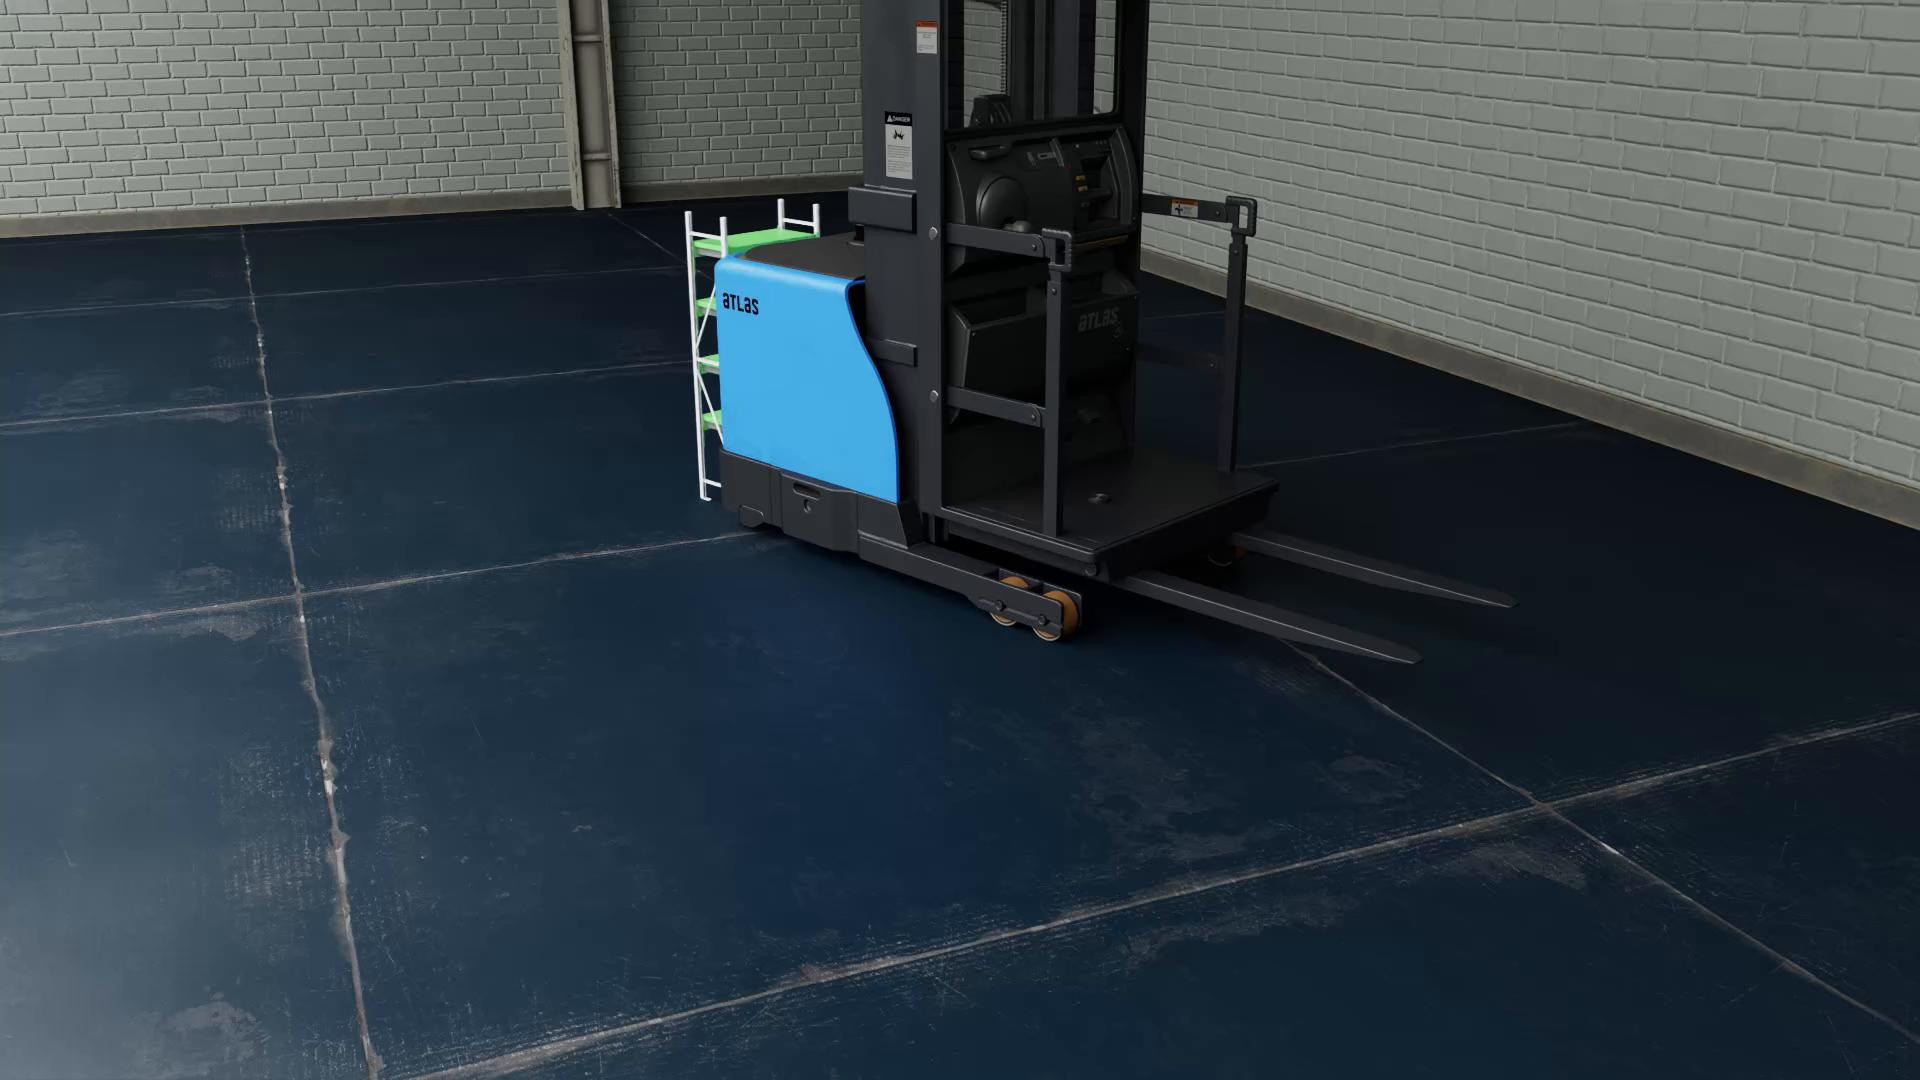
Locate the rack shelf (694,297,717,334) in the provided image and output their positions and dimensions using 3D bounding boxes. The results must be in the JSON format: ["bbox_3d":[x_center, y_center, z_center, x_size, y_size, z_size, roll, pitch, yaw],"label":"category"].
[{"bbox_3d":[-0.836,-0.941,6.859,0.258,0.148,0.480,17,26,40],"label":"rack shelf"}]

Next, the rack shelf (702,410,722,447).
[{"bbox_3d":[-0.836,-0.489,7.018,0.258,0.148,0.480,17,26,40],"label":"rack shelf"}]

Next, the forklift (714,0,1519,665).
[{"bbox_3d":[0.453,-1.240,5.629,3.031,2.935,1.130,17,26,40],"label":"forklift"}]

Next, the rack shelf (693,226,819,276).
[{"bbox_3d":[-0.836,-1.168,6.779,0.258,0.148,0.480,17,26,40],"label":"rack shelf"}]

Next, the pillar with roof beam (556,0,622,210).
[{"bbox_3d":[-1.604,-5.970,9.929,0.400,9.000,9.100,-8,21,-22],"label":"pillar with roof beam"}]

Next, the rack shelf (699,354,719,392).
[{"bbox_3d":[-0.836,-0.715,6.938,0.258,0.148,0.480,17,26,40],"label":"rack shelf"}]

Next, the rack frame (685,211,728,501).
[{"bbox_3d":[-1.002,-0.716,6.749,0.240,1.200,0.015,17,26,40],"label":"rack frame"}]

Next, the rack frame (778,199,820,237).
[{"bbox_3d":[-0.670,-0.835,7.086,0.240,1.200,0.015,17,26,40],"label":"rack frame"}]

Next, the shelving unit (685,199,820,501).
[{"bbox_3d":[-0.836,-0.775,6.917,0.258,1.200,0.503,17,26,40],"label":"shelving unit"}]

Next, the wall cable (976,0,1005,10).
[{"bbox_3d":[-0.080,-5.803,14.129,0.112,2.526,3.097,-8,21,-22],"label":"wall cable"}]
